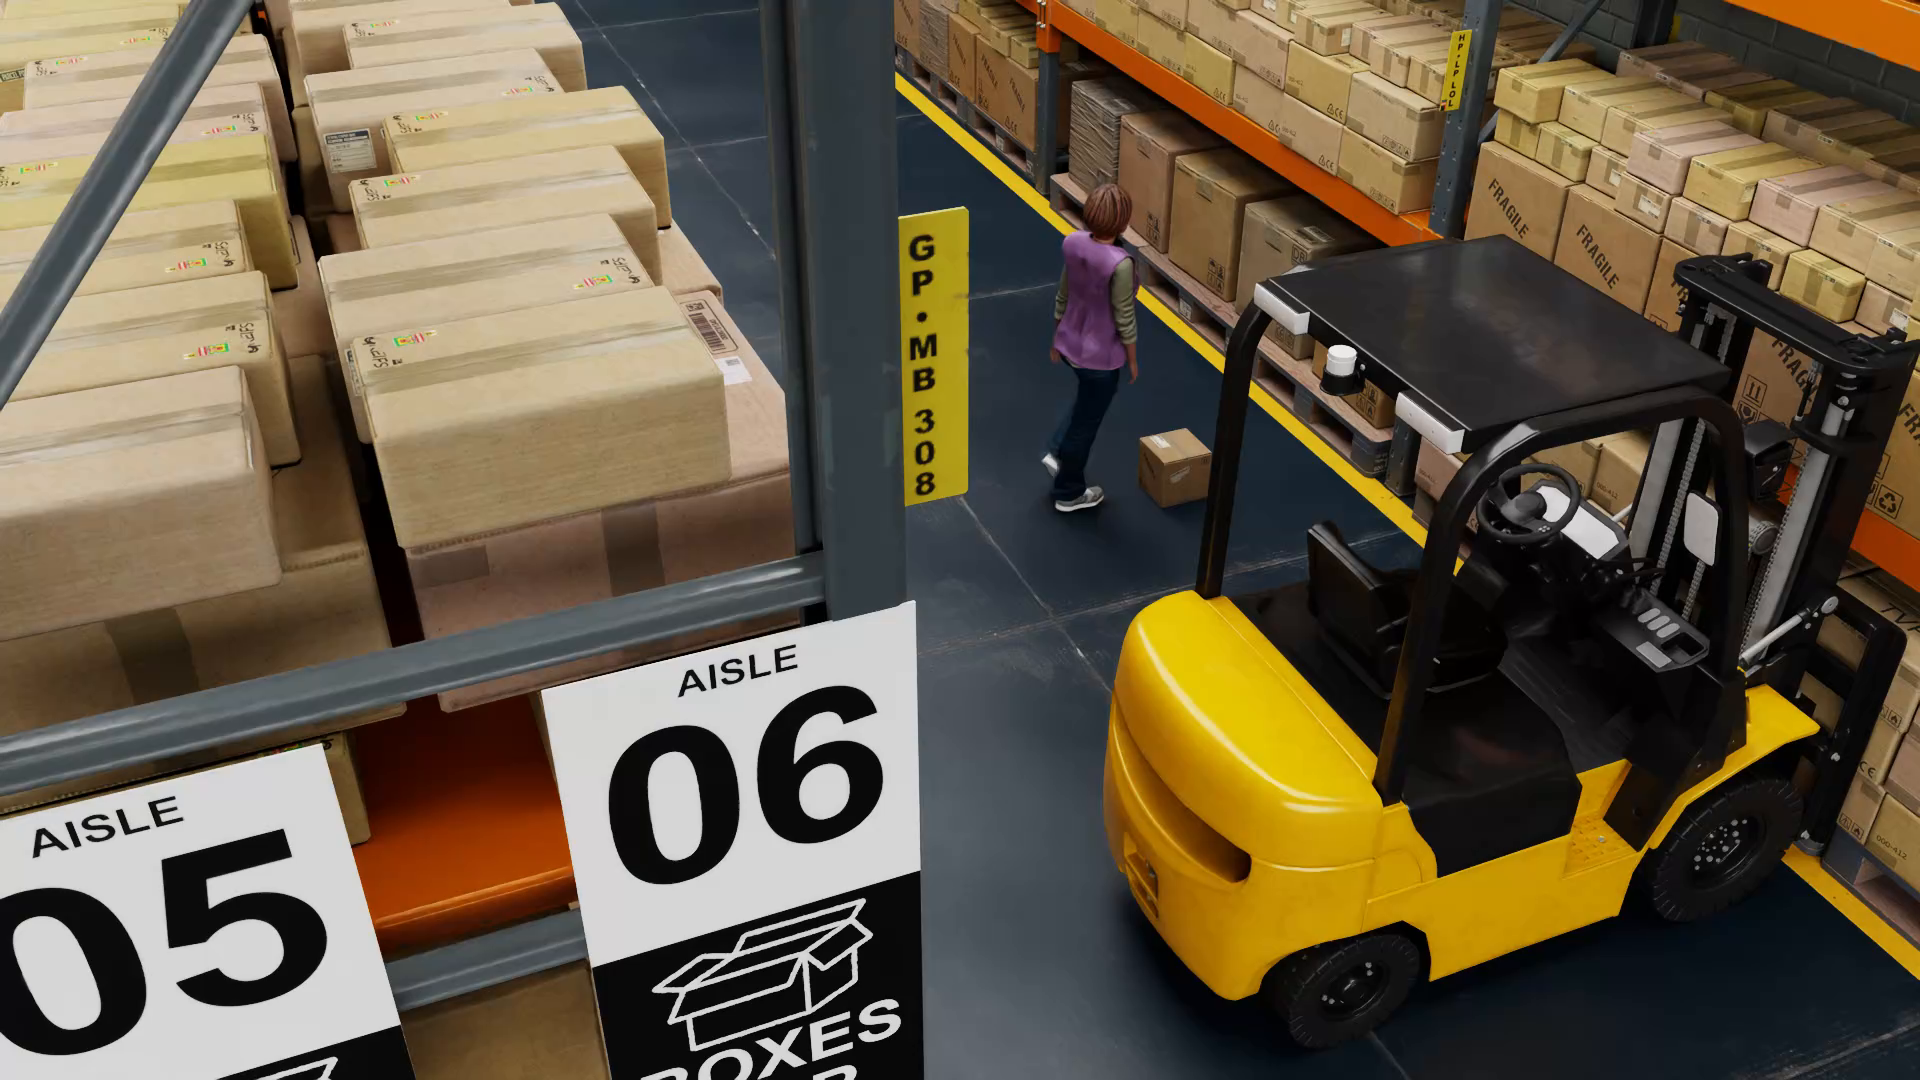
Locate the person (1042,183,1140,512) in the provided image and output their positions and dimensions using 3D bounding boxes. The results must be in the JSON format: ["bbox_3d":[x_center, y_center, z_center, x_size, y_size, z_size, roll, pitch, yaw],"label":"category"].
[{"bbox_3d":[0.617,-0.823,7.361,0.418,1.587,0.478,-20,39,-27],"label":"person"}]
